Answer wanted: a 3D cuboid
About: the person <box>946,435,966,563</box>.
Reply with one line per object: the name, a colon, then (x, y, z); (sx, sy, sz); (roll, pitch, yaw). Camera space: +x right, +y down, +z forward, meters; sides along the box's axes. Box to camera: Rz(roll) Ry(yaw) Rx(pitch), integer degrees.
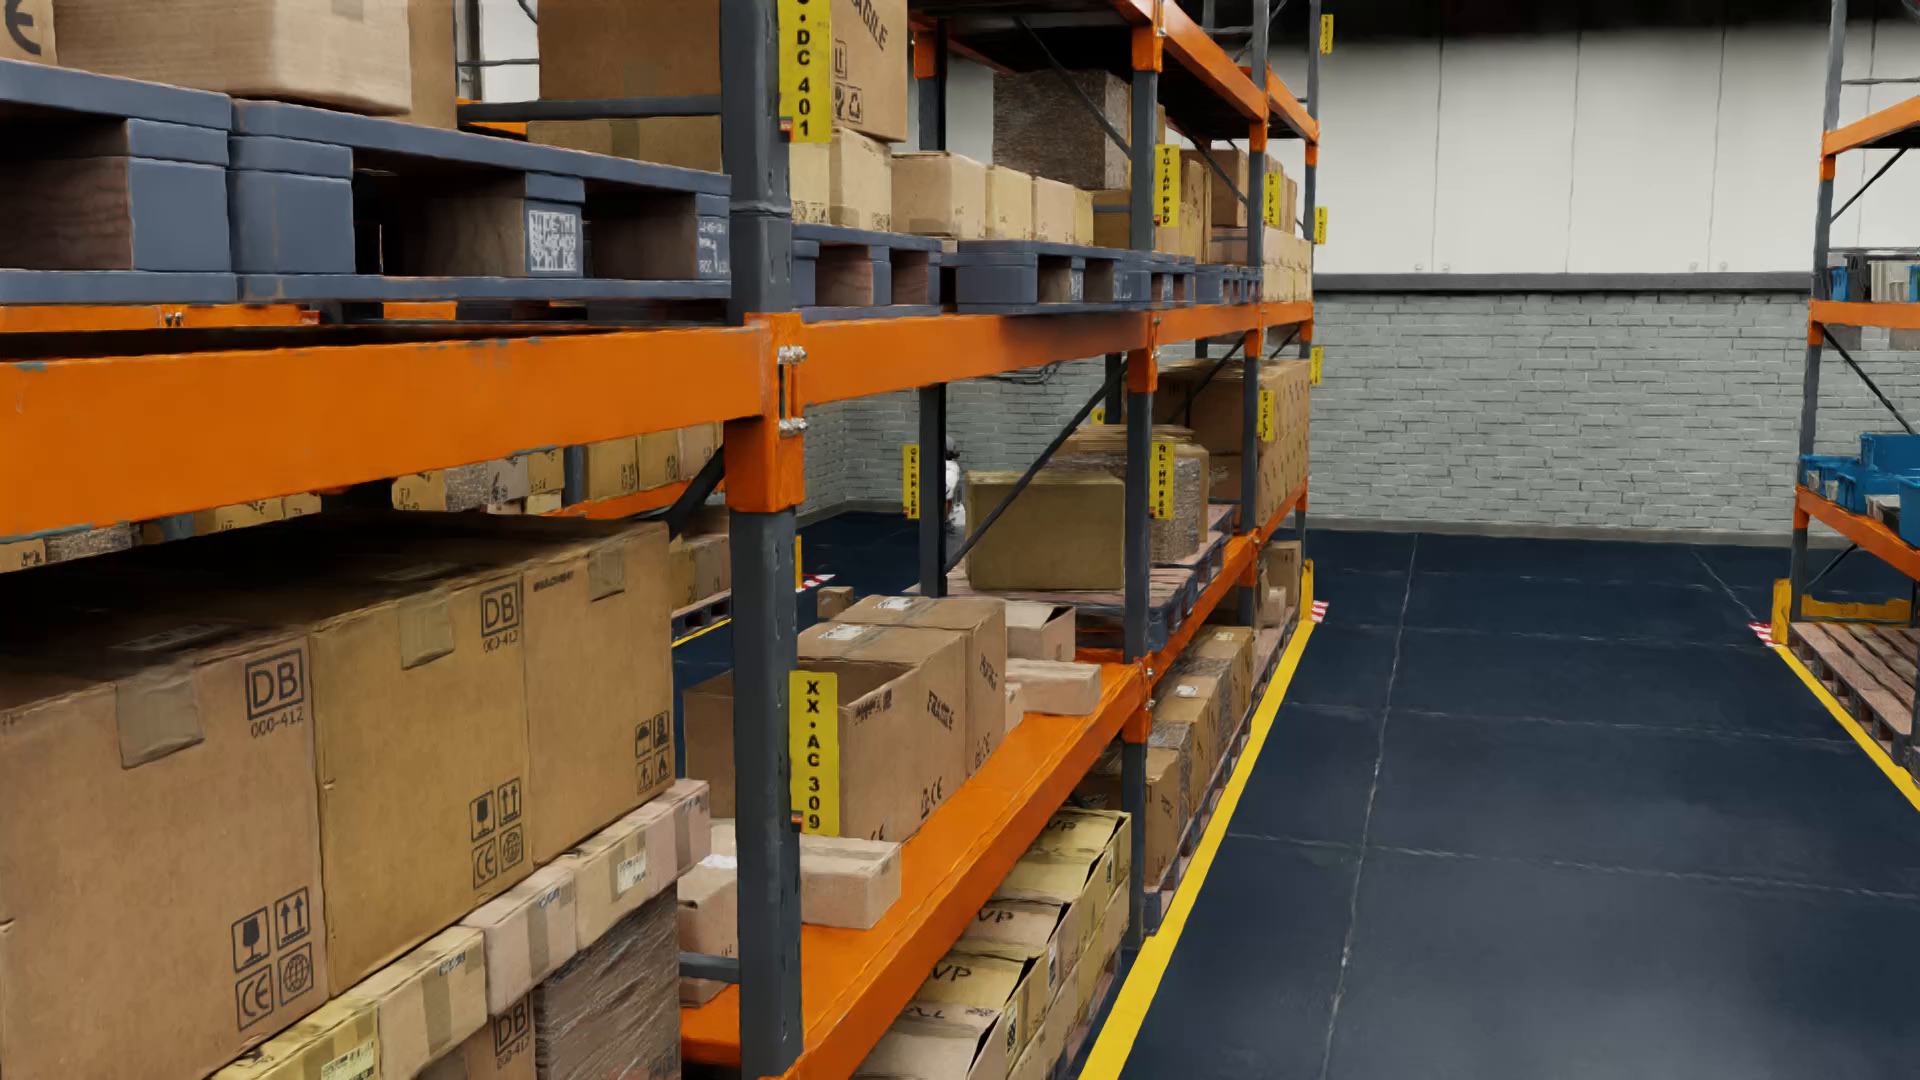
person: (-0.085, -0.070, 14.290); (0.500, 1.671, 0.481); (-1, 9, -8)
